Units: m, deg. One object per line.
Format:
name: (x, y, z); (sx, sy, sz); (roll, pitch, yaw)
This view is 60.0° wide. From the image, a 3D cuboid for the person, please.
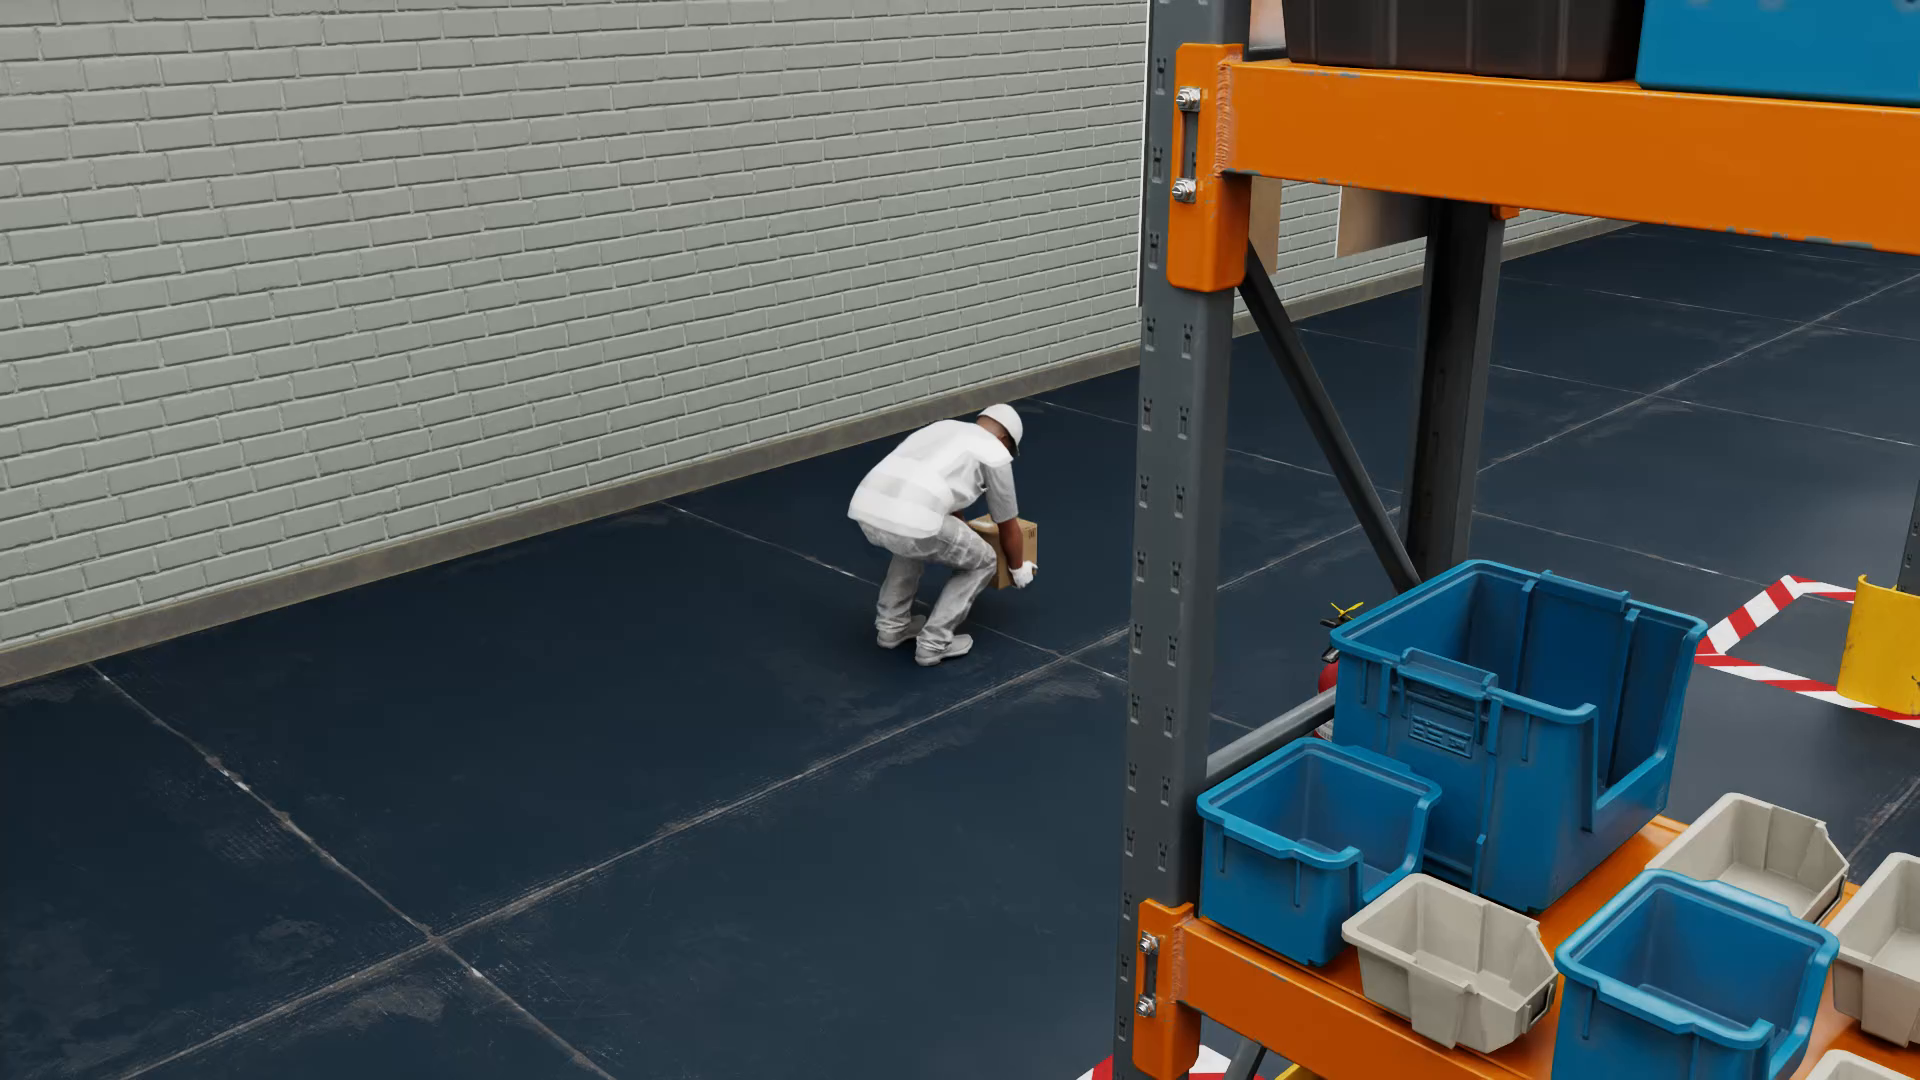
person: (-0.068, -0.036, 7.279); (0.546, 0.996, 0.965); (17, 27, 39)
